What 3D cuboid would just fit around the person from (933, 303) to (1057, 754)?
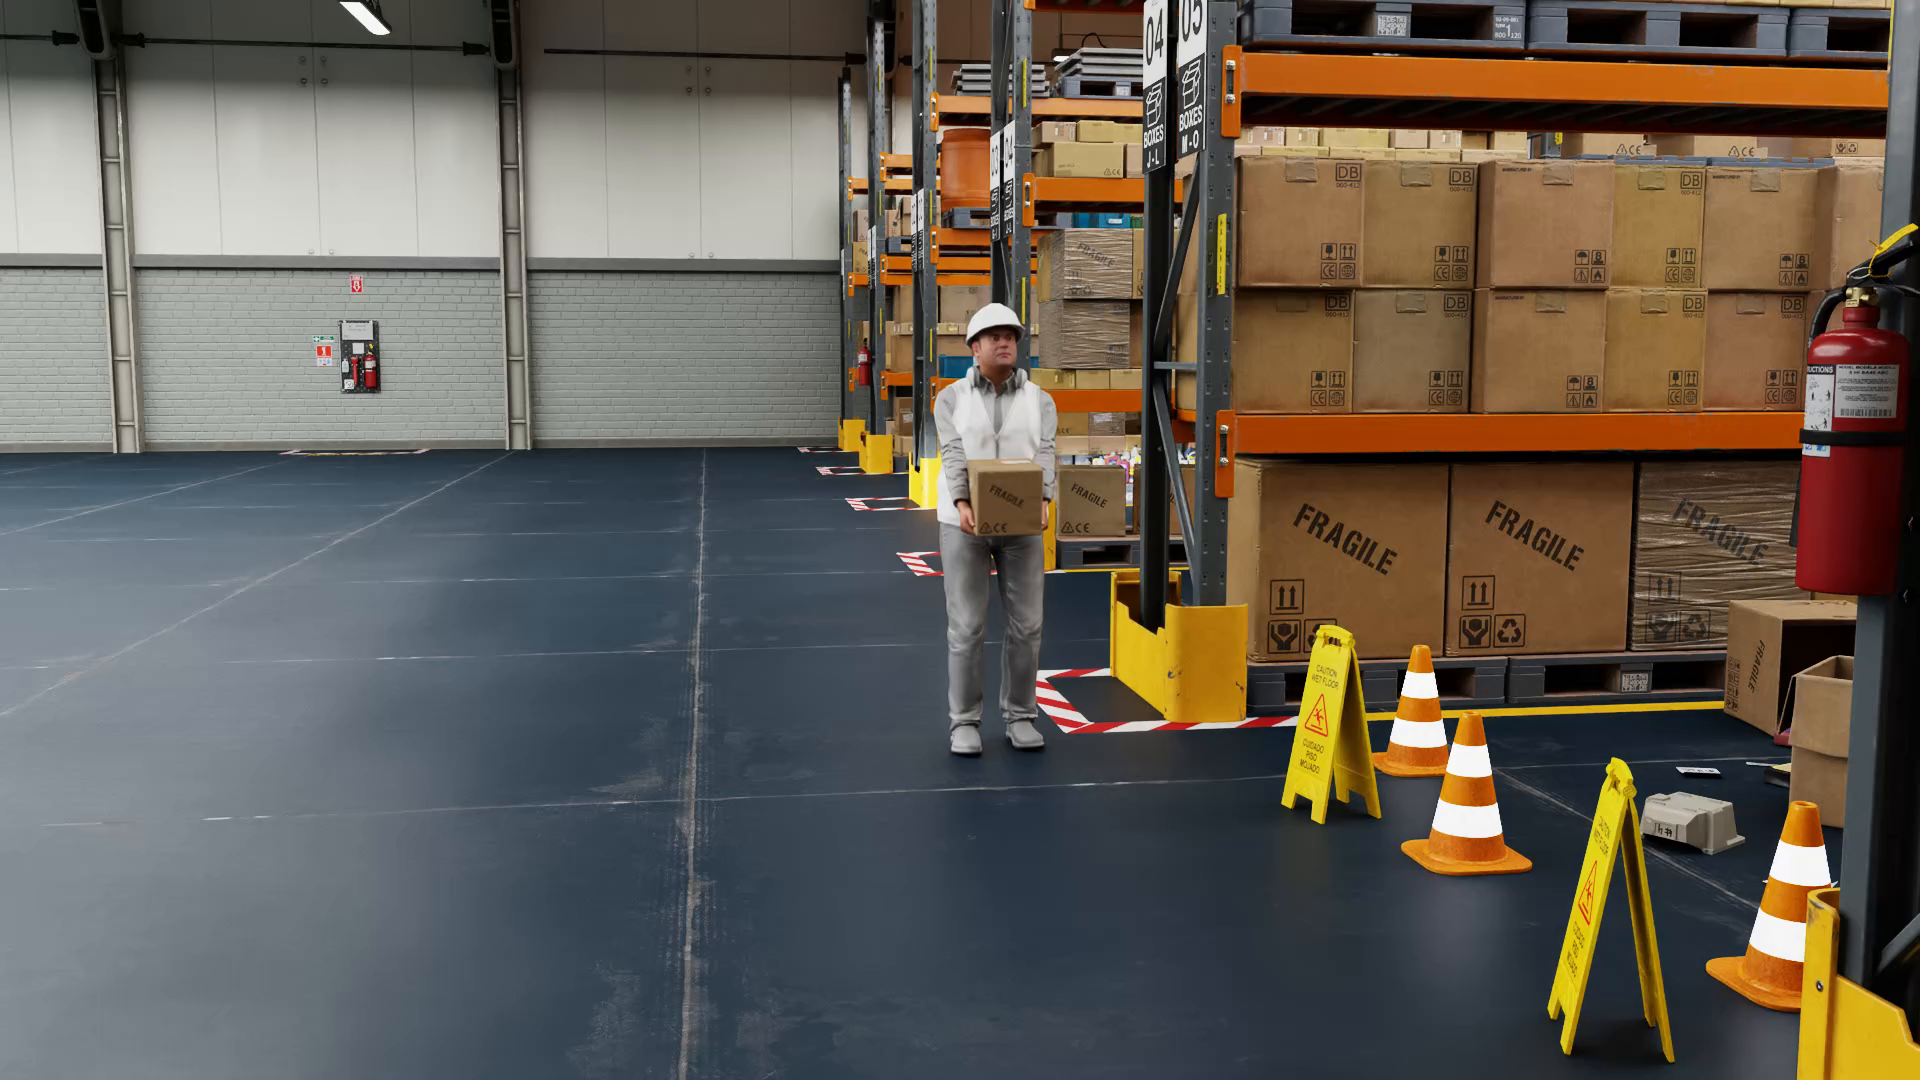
[{"bbox_3d":[0.157,-0.046,6.544,0.494,1.762,0.556,-1,7,-9],"label":"person"}]
